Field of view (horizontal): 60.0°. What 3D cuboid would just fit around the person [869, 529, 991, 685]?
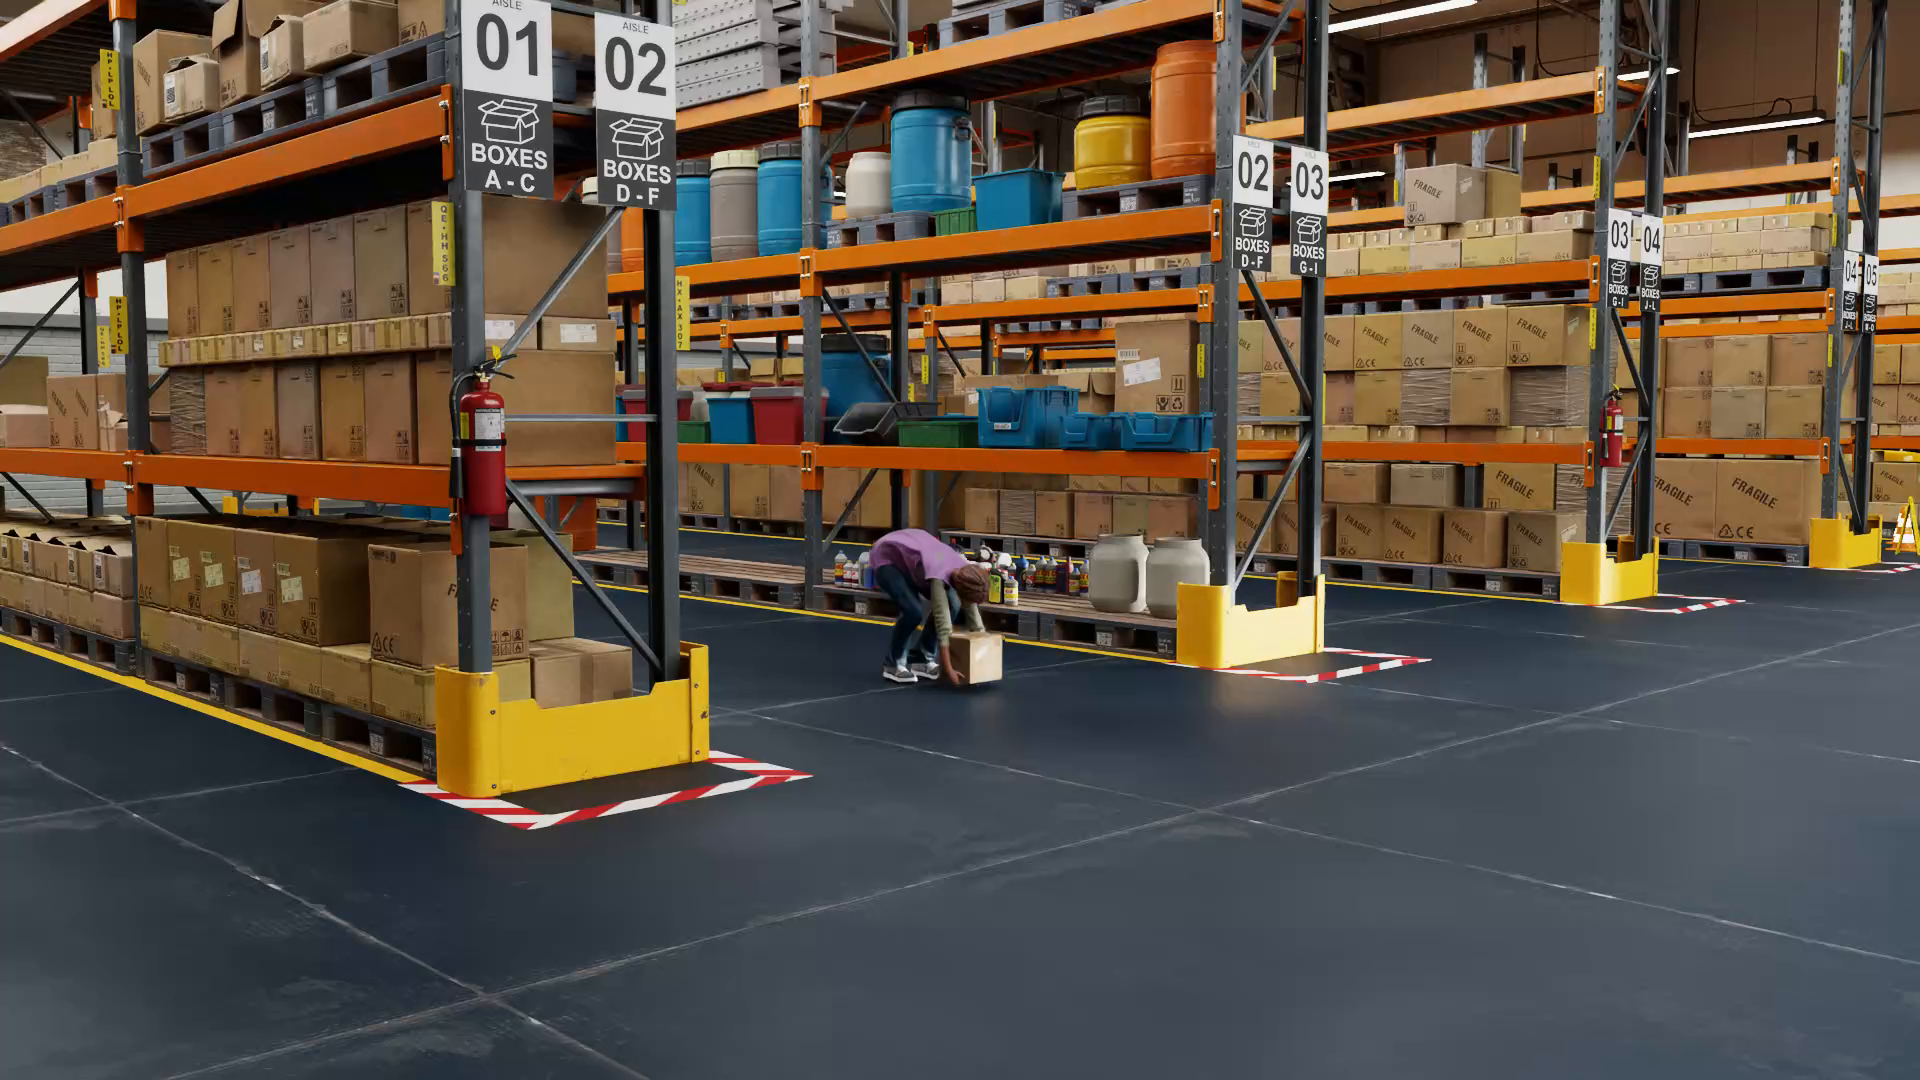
[{"bbox_3d":[-0.155,0.382,9.497,0.853,0.873,0.424,4,6,43],"label":"person"}]
